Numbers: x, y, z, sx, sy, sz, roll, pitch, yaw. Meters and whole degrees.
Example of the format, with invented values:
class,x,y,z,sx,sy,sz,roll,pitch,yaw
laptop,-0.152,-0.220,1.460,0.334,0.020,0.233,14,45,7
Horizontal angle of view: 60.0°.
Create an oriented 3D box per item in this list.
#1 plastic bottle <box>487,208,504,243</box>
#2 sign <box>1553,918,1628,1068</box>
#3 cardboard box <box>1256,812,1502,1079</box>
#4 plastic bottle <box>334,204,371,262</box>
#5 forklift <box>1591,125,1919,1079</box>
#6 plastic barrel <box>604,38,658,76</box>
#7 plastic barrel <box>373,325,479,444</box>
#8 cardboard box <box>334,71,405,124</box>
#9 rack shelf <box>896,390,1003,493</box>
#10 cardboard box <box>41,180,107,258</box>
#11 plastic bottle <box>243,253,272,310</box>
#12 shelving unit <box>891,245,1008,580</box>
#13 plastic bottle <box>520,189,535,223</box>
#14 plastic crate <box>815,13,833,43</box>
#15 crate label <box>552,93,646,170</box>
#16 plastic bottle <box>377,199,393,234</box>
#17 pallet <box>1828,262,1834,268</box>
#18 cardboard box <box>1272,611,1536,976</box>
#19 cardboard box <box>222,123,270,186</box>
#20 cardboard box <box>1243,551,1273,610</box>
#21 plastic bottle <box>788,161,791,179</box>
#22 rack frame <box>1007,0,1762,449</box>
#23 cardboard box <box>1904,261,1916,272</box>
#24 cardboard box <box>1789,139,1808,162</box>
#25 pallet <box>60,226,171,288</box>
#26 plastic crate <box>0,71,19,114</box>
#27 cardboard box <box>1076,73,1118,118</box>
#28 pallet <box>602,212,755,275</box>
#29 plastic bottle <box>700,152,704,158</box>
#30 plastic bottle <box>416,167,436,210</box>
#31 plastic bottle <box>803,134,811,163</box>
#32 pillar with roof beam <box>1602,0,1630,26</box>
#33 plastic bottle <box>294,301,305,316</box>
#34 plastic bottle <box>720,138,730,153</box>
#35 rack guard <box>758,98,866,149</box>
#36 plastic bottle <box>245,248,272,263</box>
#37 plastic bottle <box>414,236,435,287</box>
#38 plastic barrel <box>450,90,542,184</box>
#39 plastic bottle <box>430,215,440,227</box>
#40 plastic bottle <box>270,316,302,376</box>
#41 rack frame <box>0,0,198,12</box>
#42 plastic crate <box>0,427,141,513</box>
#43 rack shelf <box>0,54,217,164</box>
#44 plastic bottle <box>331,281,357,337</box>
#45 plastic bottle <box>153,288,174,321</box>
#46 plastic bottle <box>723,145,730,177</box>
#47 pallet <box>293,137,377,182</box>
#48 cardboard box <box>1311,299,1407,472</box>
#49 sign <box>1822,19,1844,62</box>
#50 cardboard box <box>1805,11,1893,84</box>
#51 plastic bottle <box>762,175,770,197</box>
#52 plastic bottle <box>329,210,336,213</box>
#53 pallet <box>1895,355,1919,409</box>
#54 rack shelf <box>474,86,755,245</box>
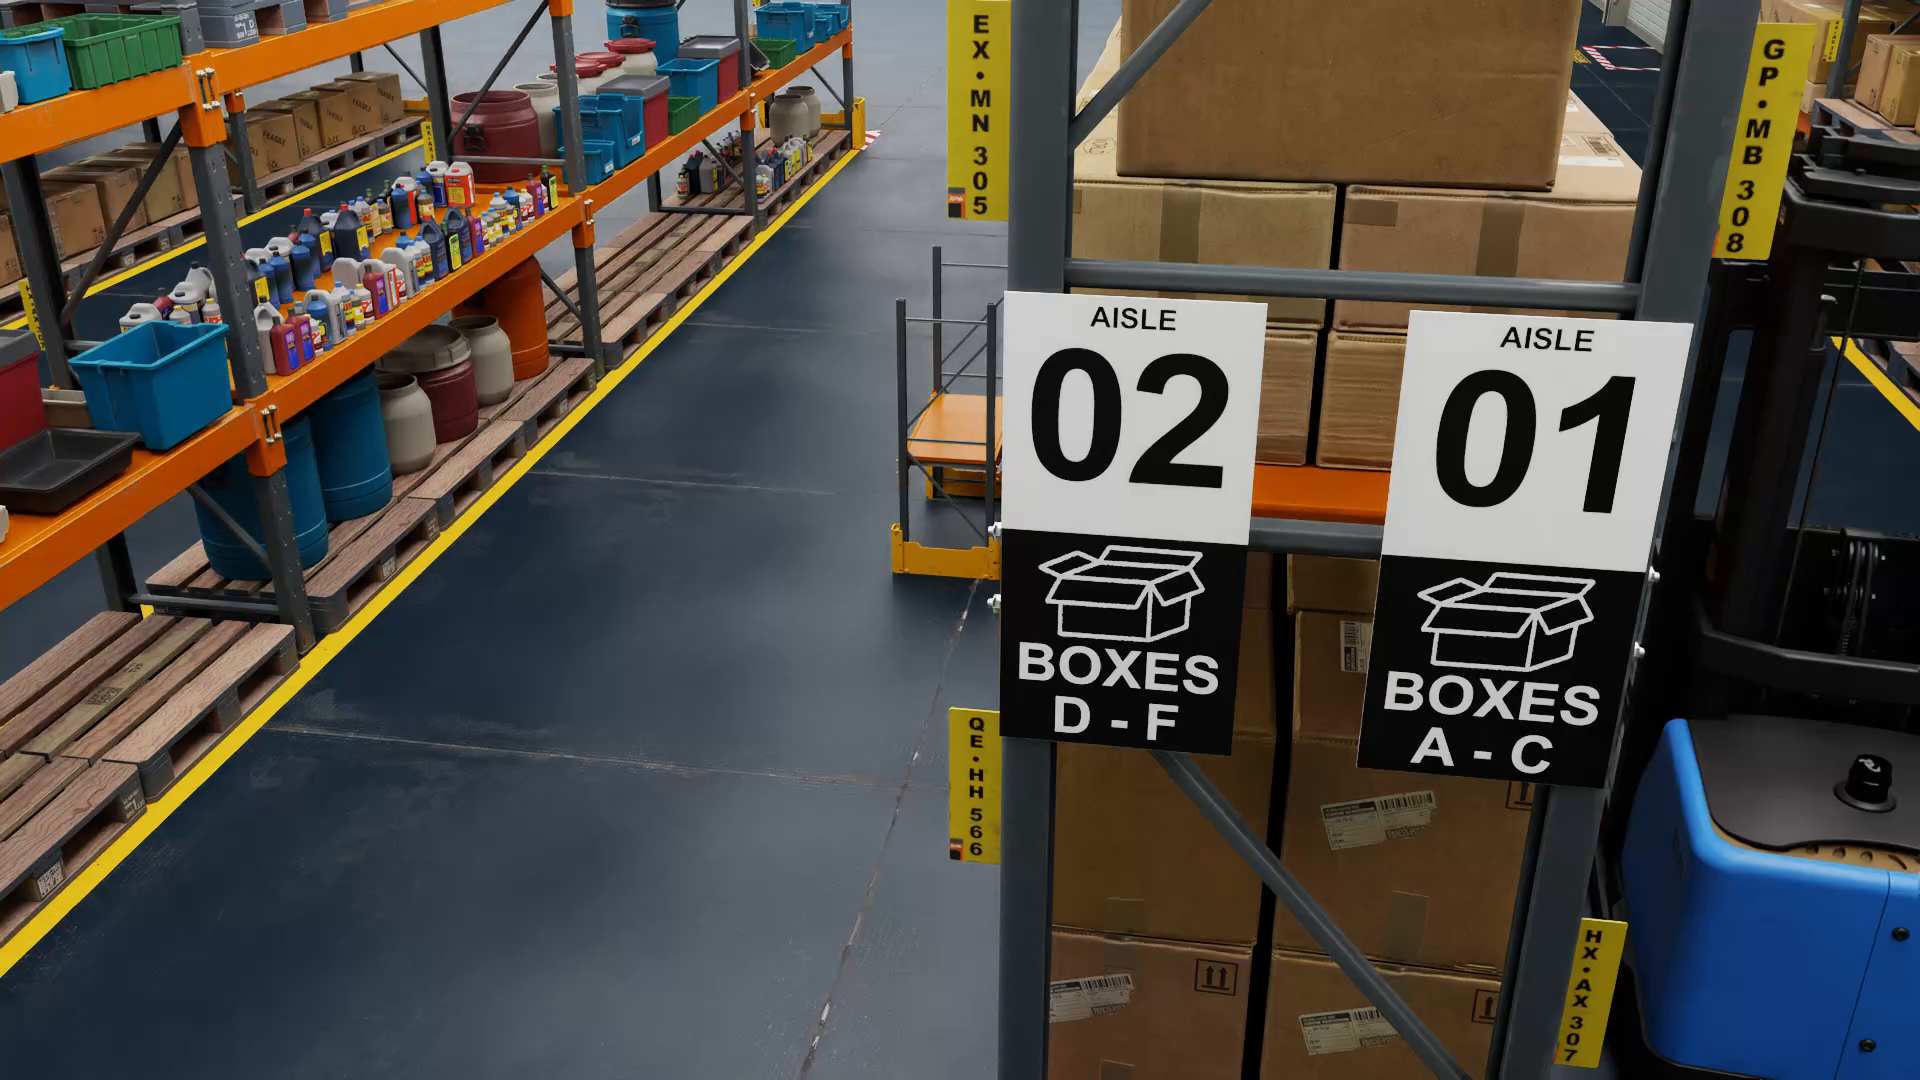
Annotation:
class,x,y,z,sx,sy,sz,roll,pitch,yaw
plastic bottle,-2.803,-1.892,9.987,0.097,0.201,0.097,0,25,0
sign,1.110,0.809,2.963,0.100,0.325,0.005,4,25,9
cardboard box,0.907,0.951,3.563,0.500,0.500,0.500,5,25,10
plastic bottle,-3.478,-1.746,9.499,0.144,0.351,0.185,4,25,9
forklift,3.005,-0.011,5.816,1.130,2.935,3.031,6,26,14
plastic barrel,-2.723,-3.877,13.834,0.433,0.535,0.433,0,25,0
plastic barrel,-3.252,-0.947,10.085,0.600,0.588,0.708,4,25,9
cardboard box,-6.701,-5.014,18.878,0.500,0.500,0.500,9,27,18
rack shelf,0.014,-0.552,9.085,0.538,0.185,1.000,4,25,9
cardboard box,-7.637,-2.690,13.888,0.700,0.500,0.500,6,26,13
plastic bottle,-3.658,-1.306,8.561,0.144,0.351,0.185,4,25,9
shelving unit,0.012,-0.711,9.000,0.587,1.500,1.083,4,25,9
plastic bottle,-2.724,-2.095,10.422,0.097,0.201,0.097,0,25,0
plastic crate,-1.595,-5.305,17.220,0.499,0.251,0.408,4,25,9
crate label,-2.575,-2.940,11.951,0.502,0.435,0.616,4,25,9
plastic bottle,-3.537,-1.983,10.182,0.097,0.201,0.097,0,25,0
pallet,7.298,-1.925,13.114,1.003,0.211,1.213,4,25,9
cardboard box,0.907,0.498,3.351,0.500,0.500,0.500,5,26,10
cardboard box,-7.132,-3.766,16.211,0.500,0.500,0.500,3,25,7
cardboard box,0.458,0.249,3.883,0.500,0.500,0.500,5,25,10
plastic bottle,-1.709,-3.637,16.263,0.097,0.201,0.097,0,25,0
rack frame,0.575,-1.554,1.955,1.000,3.000,0.127,4,25,9
cardboard box,7.162,-1.842,12.076,0.700,0.500,0.500,4,25,9
cardboard box,7.613,-3.429,15.467,0.700,0.500,0.500,2,25,5
pallet,-7.559,-2.443,14.220,1.003,0.211,1.213,4,25,9
plastic crate,-3.490,-1.535,5.764,0.293,0.136,0.466,4,25,9
cardboard box,0.489,-0.795,3.460,0.500,0.250,0.500,4,25,9
pallet,-2.440,-2.606,14.569,1.003,0.211,1.213,4,25,9
plastic bottle,-2.512,-3.610,16.109,0.061,0.283,0.133,6,26,12
plastic bottle,-3.439,-2.264,10.700,0.097,0.271,0.097,0,25,0
plastic bottle,-1.565,-3.994,16.929,0.061,0.283,0.133,5,25,10
pillar with roof beam,6.530,-12.868,26.127,9.100,9.000,0.400,4,25,9
plastic bottle,-3.272,-1.085,8.265,0.097,0.201,0.097,0,25,0
plastic bottle,-2.373,-3.915,16.775,0.097,0.271,0.097,0,25,0
rack guard,-1.662,-4.706,18.714,1.175,0.500,0.348,4,25,9
plastic bottle,-3.748,-1.405,8.861,0.152,0.276,0.135,4,25,9
plastic bottle,-2.955,-1.535,9.143,0.097,0.271,0.097,0,25,0
plastic barrel,-3.227,-2.804,11.542,0.600,0.536,0.708,4,25,9
plastic bottle,-3.008,-1.730,9.546,0.061,0.283,0.133,4,25,9
plastic bottle,-3.177,-0.925,7.826,0.061,0.283,0.133,4,25,9
rack frame,-3.658,-3.571,6.265,1.000,3.000,0.127,4,25,9
plastic crate,-3.576,-0.270,6.543,0.437,0.125,0.590,4,25,9
rack shelf,-3.985,-1.051,5.267,1.077,0.370,4.000,4,25,9
plastic bottle,-3.100,-1.163,8.348,0.097,0.271,0.097,0,25,0
plastic bottle,-3.919,-1.089,8.175,0.061,0.283,0.133,4,25,9
plastic bottle,-2.310,-3.734,16.375,0.061,0.283,0.133,4,25,9
pallet,-6.965,-4.076,17.708,1.003,0.211,1.213,4,25,9
cardboard box,0.910,-0.325,3.044,0.500,0.250,0.500,4,25,9
sign,6.887,-3.940,13.109,0.100,0.325,0.005,4,25,9
cardboard box,7.196,-4.014,13.555,0.500,0.500,0.500,4,25,8
plastic bottle,-1.832,-3.320,15.587,0.097,0.201,0.097,0,25,0
plastic bottle,-3.628,-1.781,9.668,0.097,0.271,0.097,0,25,0
pallet,6.899,-0.905,10.934,1.003,0.211,1.213,4,25,9
rack shelf,-2.677,-3.038,13.051,1.077,0.370,4.000,4,25,9
